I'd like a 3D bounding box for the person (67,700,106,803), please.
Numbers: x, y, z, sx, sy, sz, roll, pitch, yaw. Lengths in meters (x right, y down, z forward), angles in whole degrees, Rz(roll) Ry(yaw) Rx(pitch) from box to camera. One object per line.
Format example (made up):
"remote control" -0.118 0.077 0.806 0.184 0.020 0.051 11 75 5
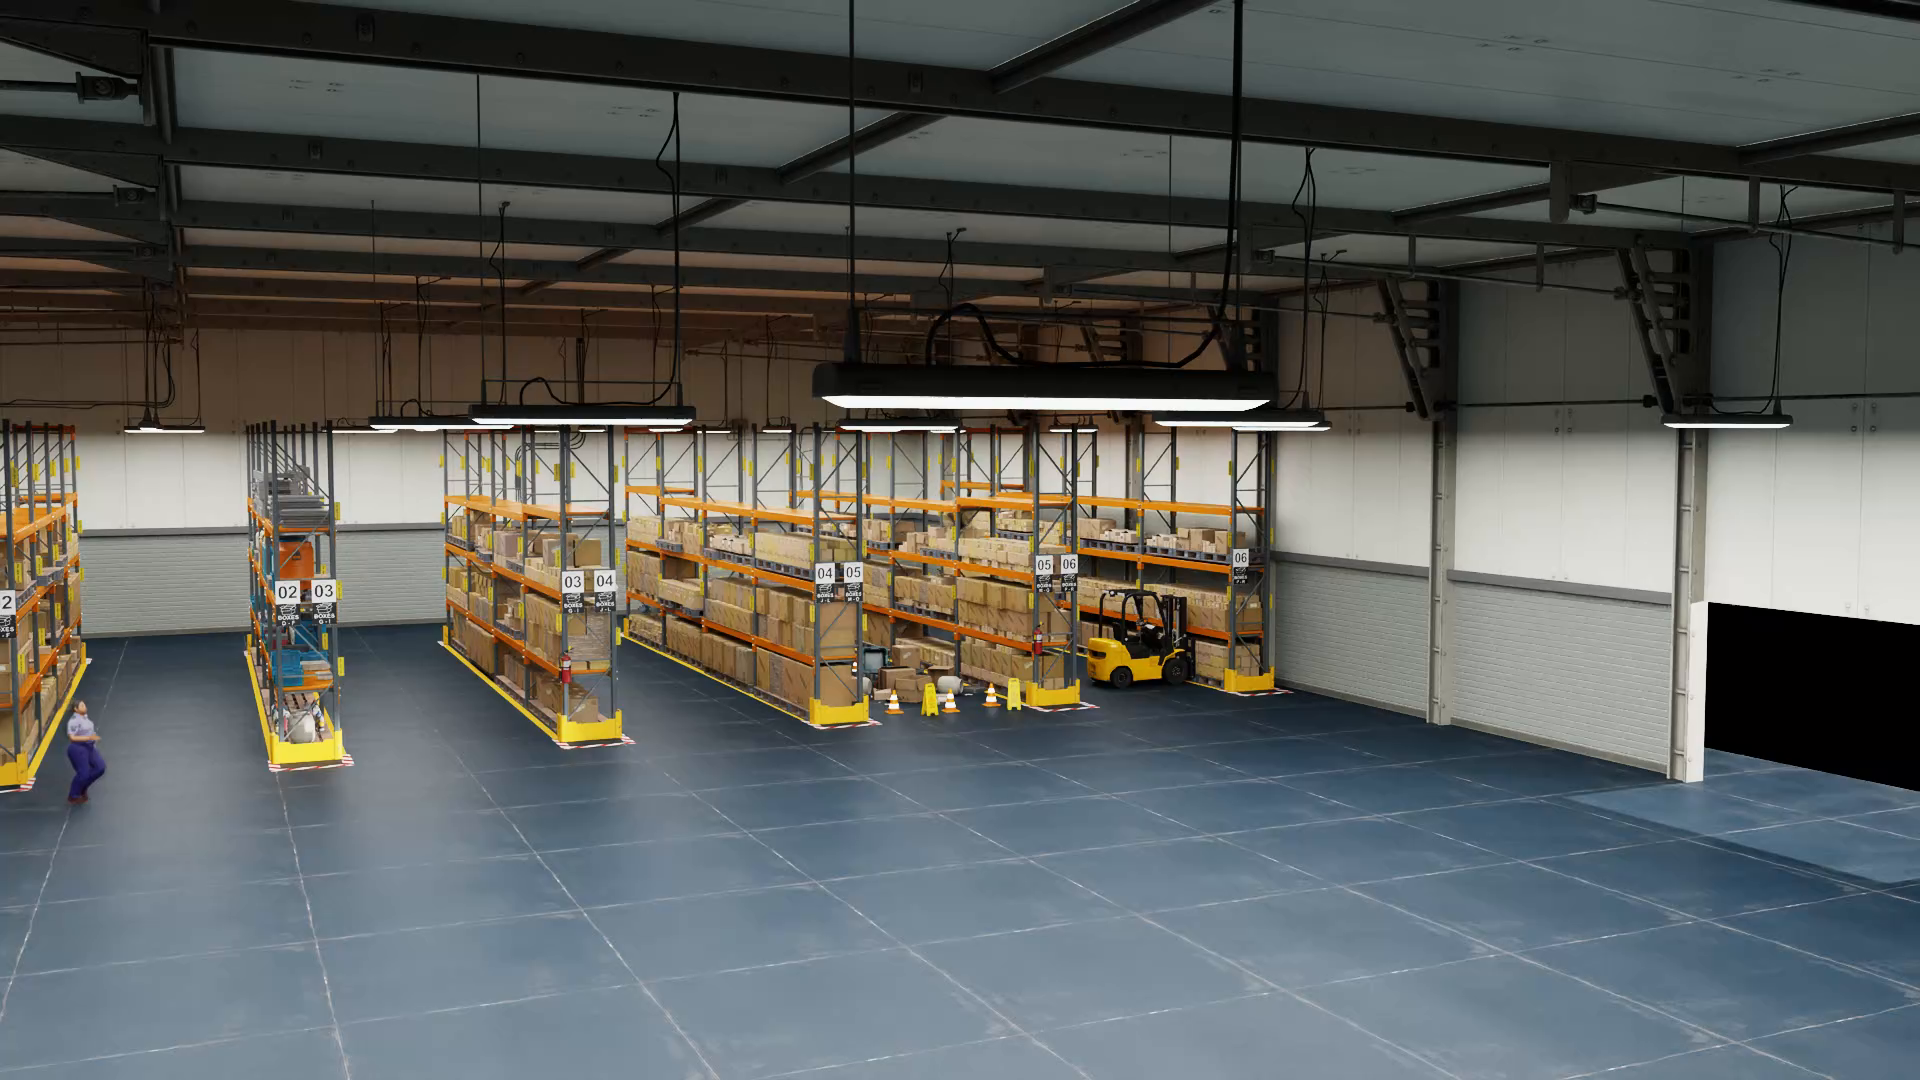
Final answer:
"person" -13.632 3.289 25.939 0.576 1.618 0.591 0 4 -1

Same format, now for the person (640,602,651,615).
"person" -9.247 1.795 49.021 0.606 1.722 0.749 -2 4 -31

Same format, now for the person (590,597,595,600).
"person" -9.823 2.067 45.217 0.633 1.691 0.712 -1 4 -14
